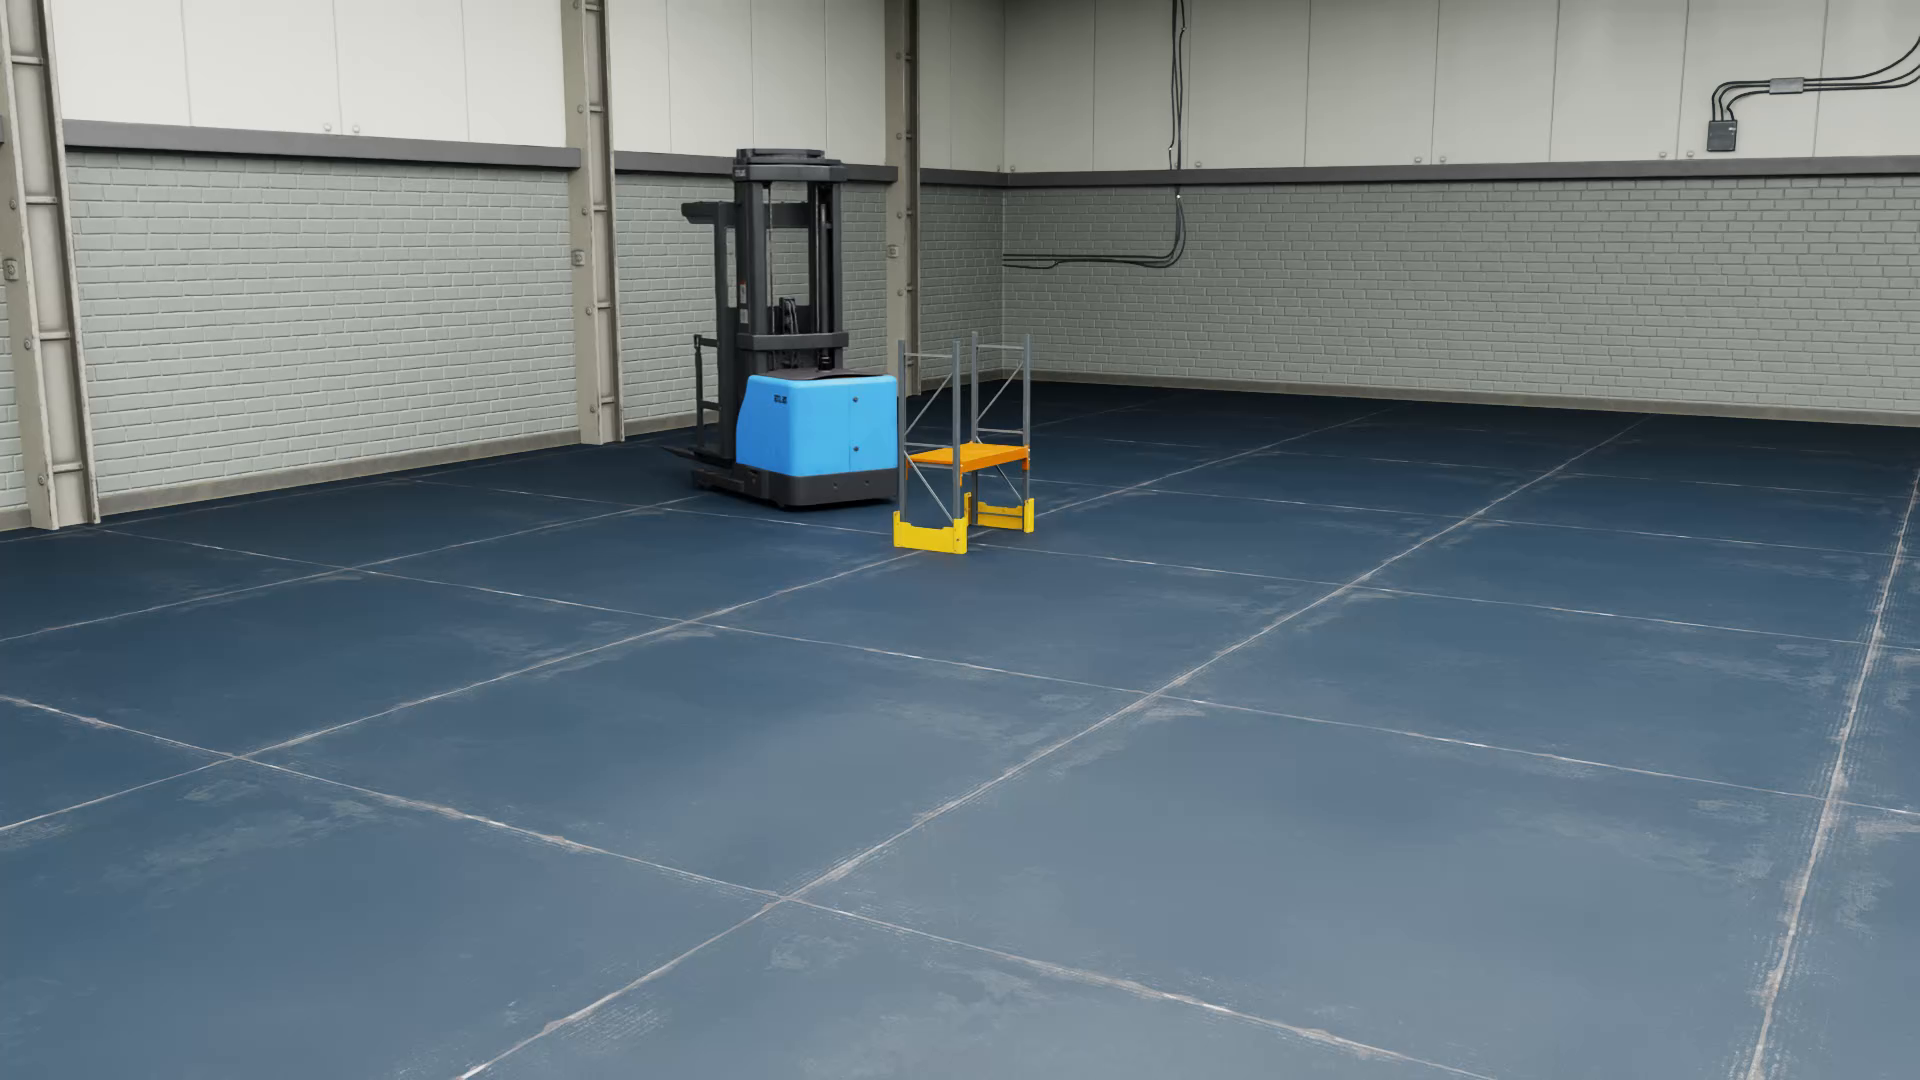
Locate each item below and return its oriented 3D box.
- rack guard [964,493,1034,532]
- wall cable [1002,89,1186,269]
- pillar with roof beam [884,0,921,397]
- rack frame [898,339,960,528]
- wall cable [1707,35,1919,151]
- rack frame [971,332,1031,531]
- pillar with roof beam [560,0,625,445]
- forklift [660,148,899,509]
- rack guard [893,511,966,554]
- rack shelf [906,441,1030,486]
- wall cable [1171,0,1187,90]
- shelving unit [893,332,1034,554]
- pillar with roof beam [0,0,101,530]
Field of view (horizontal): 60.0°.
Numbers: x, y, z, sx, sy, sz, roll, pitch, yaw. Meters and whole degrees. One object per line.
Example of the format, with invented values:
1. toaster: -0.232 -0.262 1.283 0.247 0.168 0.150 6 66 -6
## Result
1. rack guard: 0.298 -0.213 12.828 0.587 0.250 0.087 6 12 31
2. wall cable: 1.885 -5.244 24.363 3.097 2.526 0.112 6 12 31
3. pillar with roof beam: 2.904 -6.022 20.081 9.100 9.000 0.400 6 12 31
4. rack frame: -0.220 -0.671 11.875 0.500 1.500 0.032 6 12 31
5. wall cable: 9.990 -7.532 18.907 2.305 6.003 0.169 6 12 31
6. rack frame: 0.308 -0.831 12.729 0.500 1.500 0.032 6 12 31
7. pillar with roof beam: -0.211 -5.078 15.040 9.100 9.000 0.400 6 12 31
8. forklift: -1.749 -1.922 14.671 1.130 2.935 3.031 -7 13 -34
9. rack guard: -0.219 -0.057 11.991 0.587 0.250 0.087 6 12 31
10. rack shelf: 0.044 -0.574 12.335 0.538 0.185 1.000 6 12 31
11. wall cable: 4.197 -7.468 22.518 3.097 2.526 0.112 6 12 31
12. shelving unit: 0.040 -0.749 12.295 0.587 1.500 1.083 6 12 31
13. pillar with roof beam: -3.326 -4.135 10.000 9.100 9.000 0.400 6 12 31
